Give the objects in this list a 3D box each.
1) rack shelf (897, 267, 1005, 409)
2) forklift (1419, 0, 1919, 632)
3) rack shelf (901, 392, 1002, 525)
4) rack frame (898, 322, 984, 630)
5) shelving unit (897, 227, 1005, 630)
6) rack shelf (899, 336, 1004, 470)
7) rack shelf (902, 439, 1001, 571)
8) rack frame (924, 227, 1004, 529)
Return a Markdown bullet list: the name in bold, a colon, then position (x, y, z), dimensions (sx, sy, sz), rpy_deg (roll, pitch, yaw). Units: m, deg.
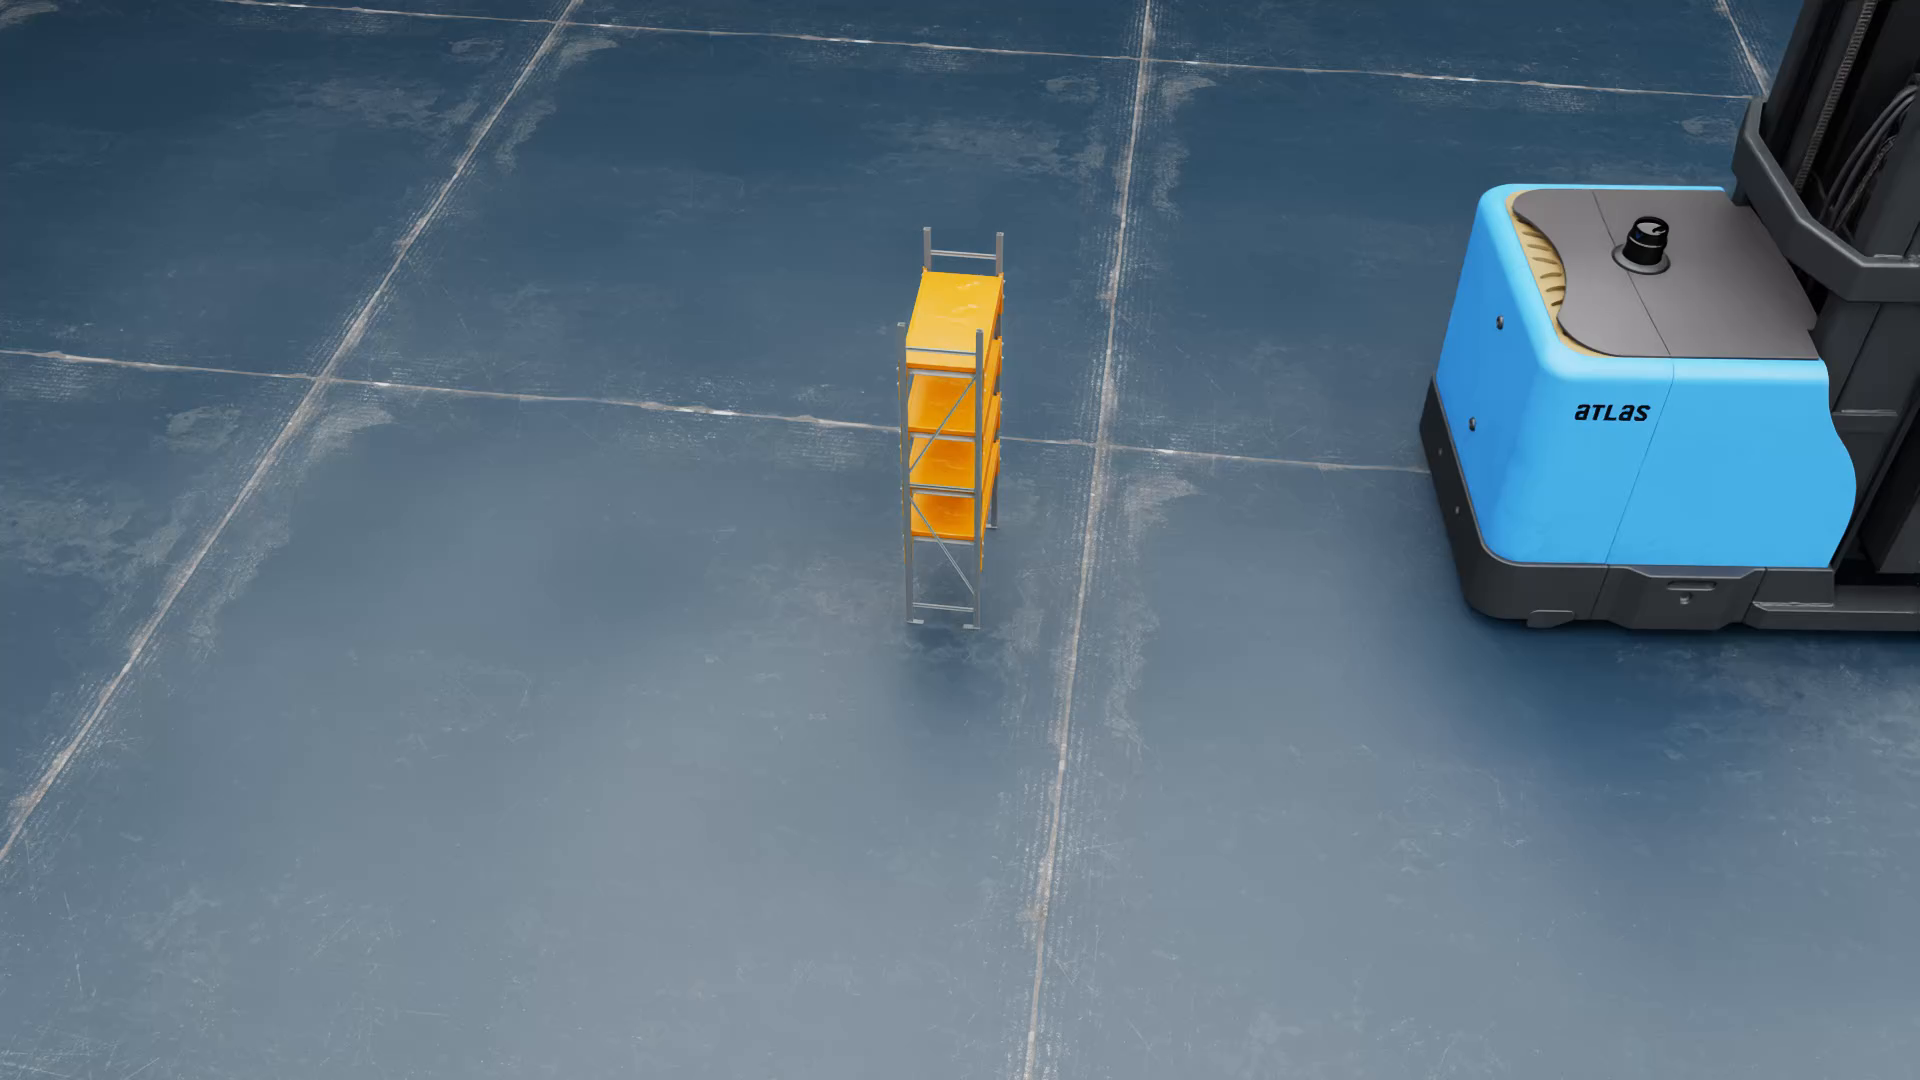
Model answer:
- **rack shelf**: position (-0.022, -0.608, 4.948), dimensions (0.258, 0.148, 0.480), rpy_deg (5, 44, 6)
- **forklift**: position (3.180, -1.096, 4.776), dimensions (3.031, 2.935, 1.130), rpy_deg (1, 43, 1)
- **rack shelf**: position (-0.022, -0.274, 5.265), dimensions (0.258, 0.148, 0.480), rpy_deg (5, 44, 6)
- **rack frame**: position (-0.054, -0.157, 5.043), dimensions (0.240, 1.200, 0.015), rpy_deg (5, 44, 6)
- **shelving unit**: position (-0.022, -0.323, 5.218), dimensions (0.258, 1.200, 0.503), rpy_deg (5, 44, 6)
- **rack shelf**: position (-0.022, -0.436, 5.111), dimensions (0.258, 0.148, 0.480), rpy_deg (5, 44, 6)
- **rack shelf**: position (-0.022, -0.130, 5.401), dimensions (0.258, 0.148, 0.480), rpy_deg (5, 44, 6)
- **rack frame**: position (0.010, -0.489, 5.394), dimensions (0.240, 1.200, 0.015), rpy_deg (5, 44, 6)
